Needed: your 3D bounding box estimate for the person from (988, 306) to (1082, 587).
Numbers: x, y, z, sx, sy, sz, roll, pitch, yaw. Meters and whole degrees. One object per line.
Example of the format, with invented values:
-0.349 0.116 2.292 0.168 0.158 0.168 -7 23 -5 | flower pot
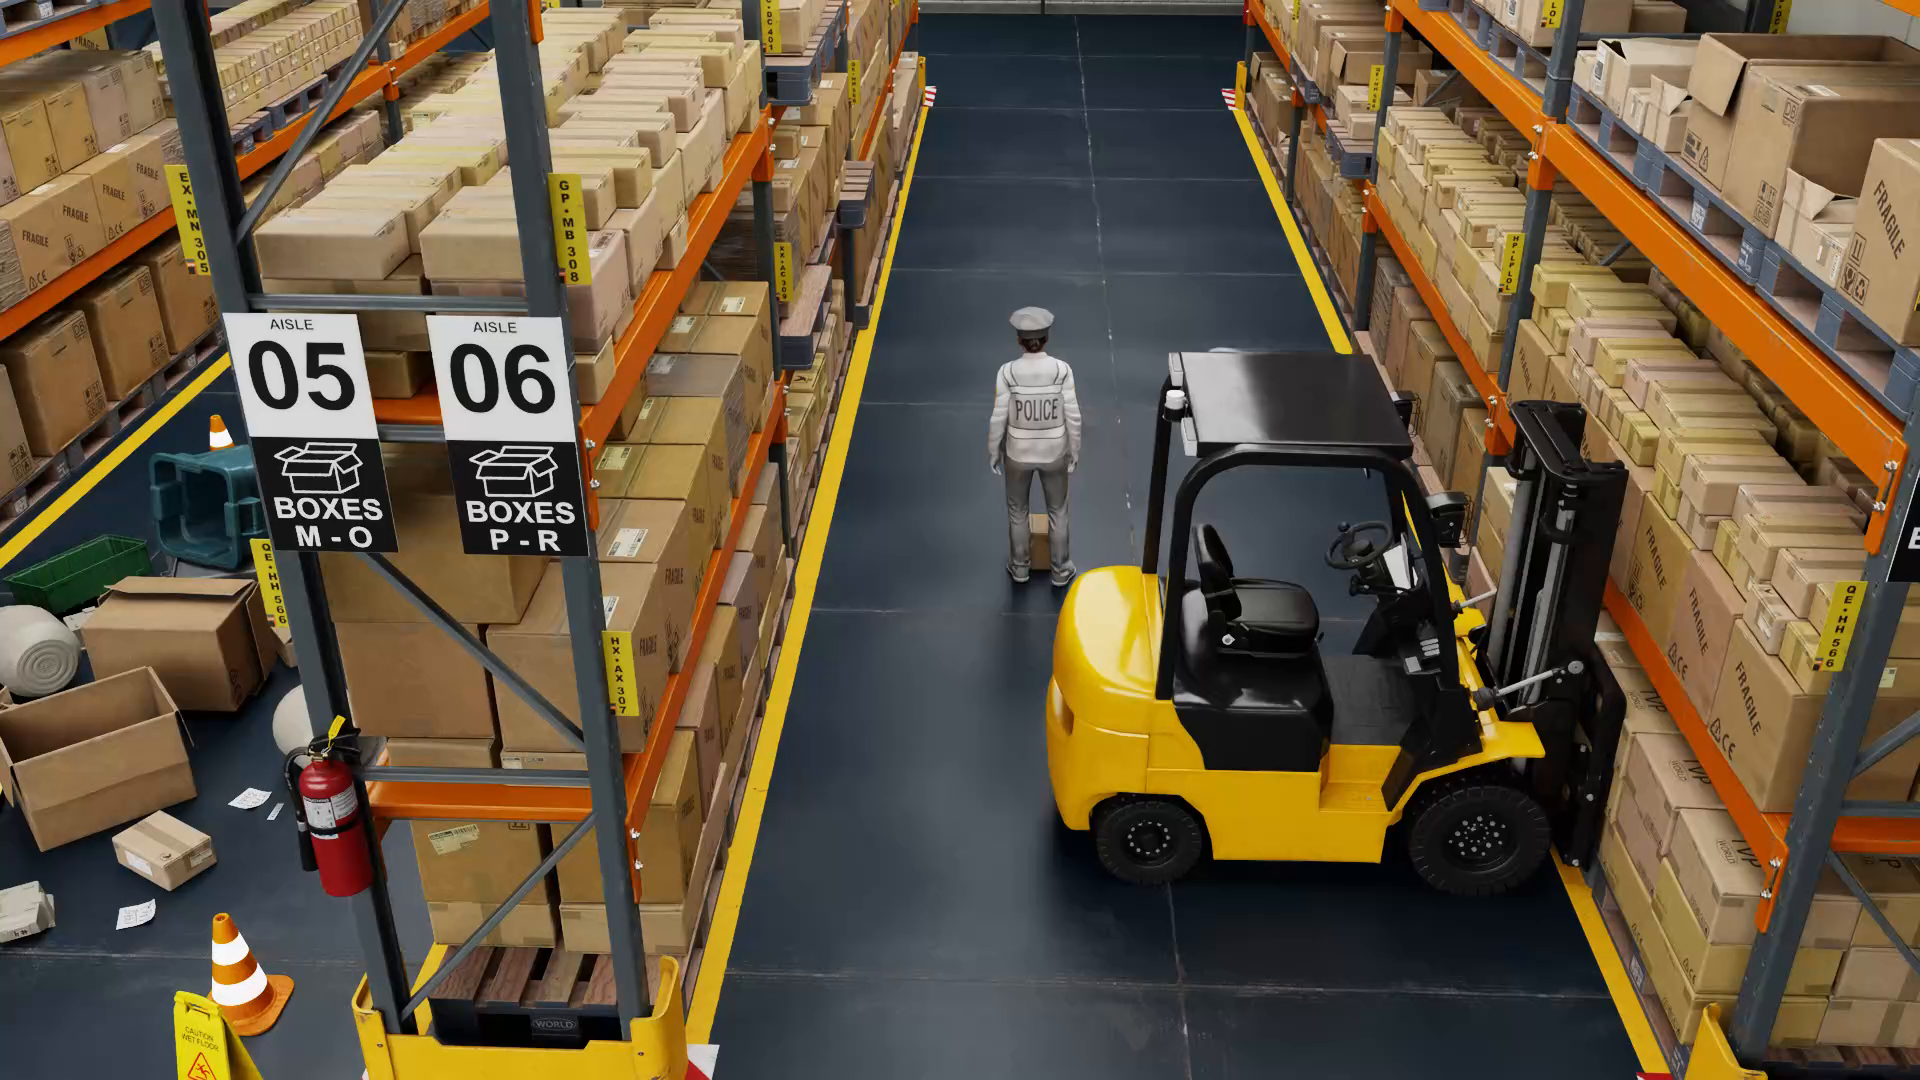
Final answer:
0.429 -0.506 9.566 0.542 1.662 0.415 -1 28 -1 | person
